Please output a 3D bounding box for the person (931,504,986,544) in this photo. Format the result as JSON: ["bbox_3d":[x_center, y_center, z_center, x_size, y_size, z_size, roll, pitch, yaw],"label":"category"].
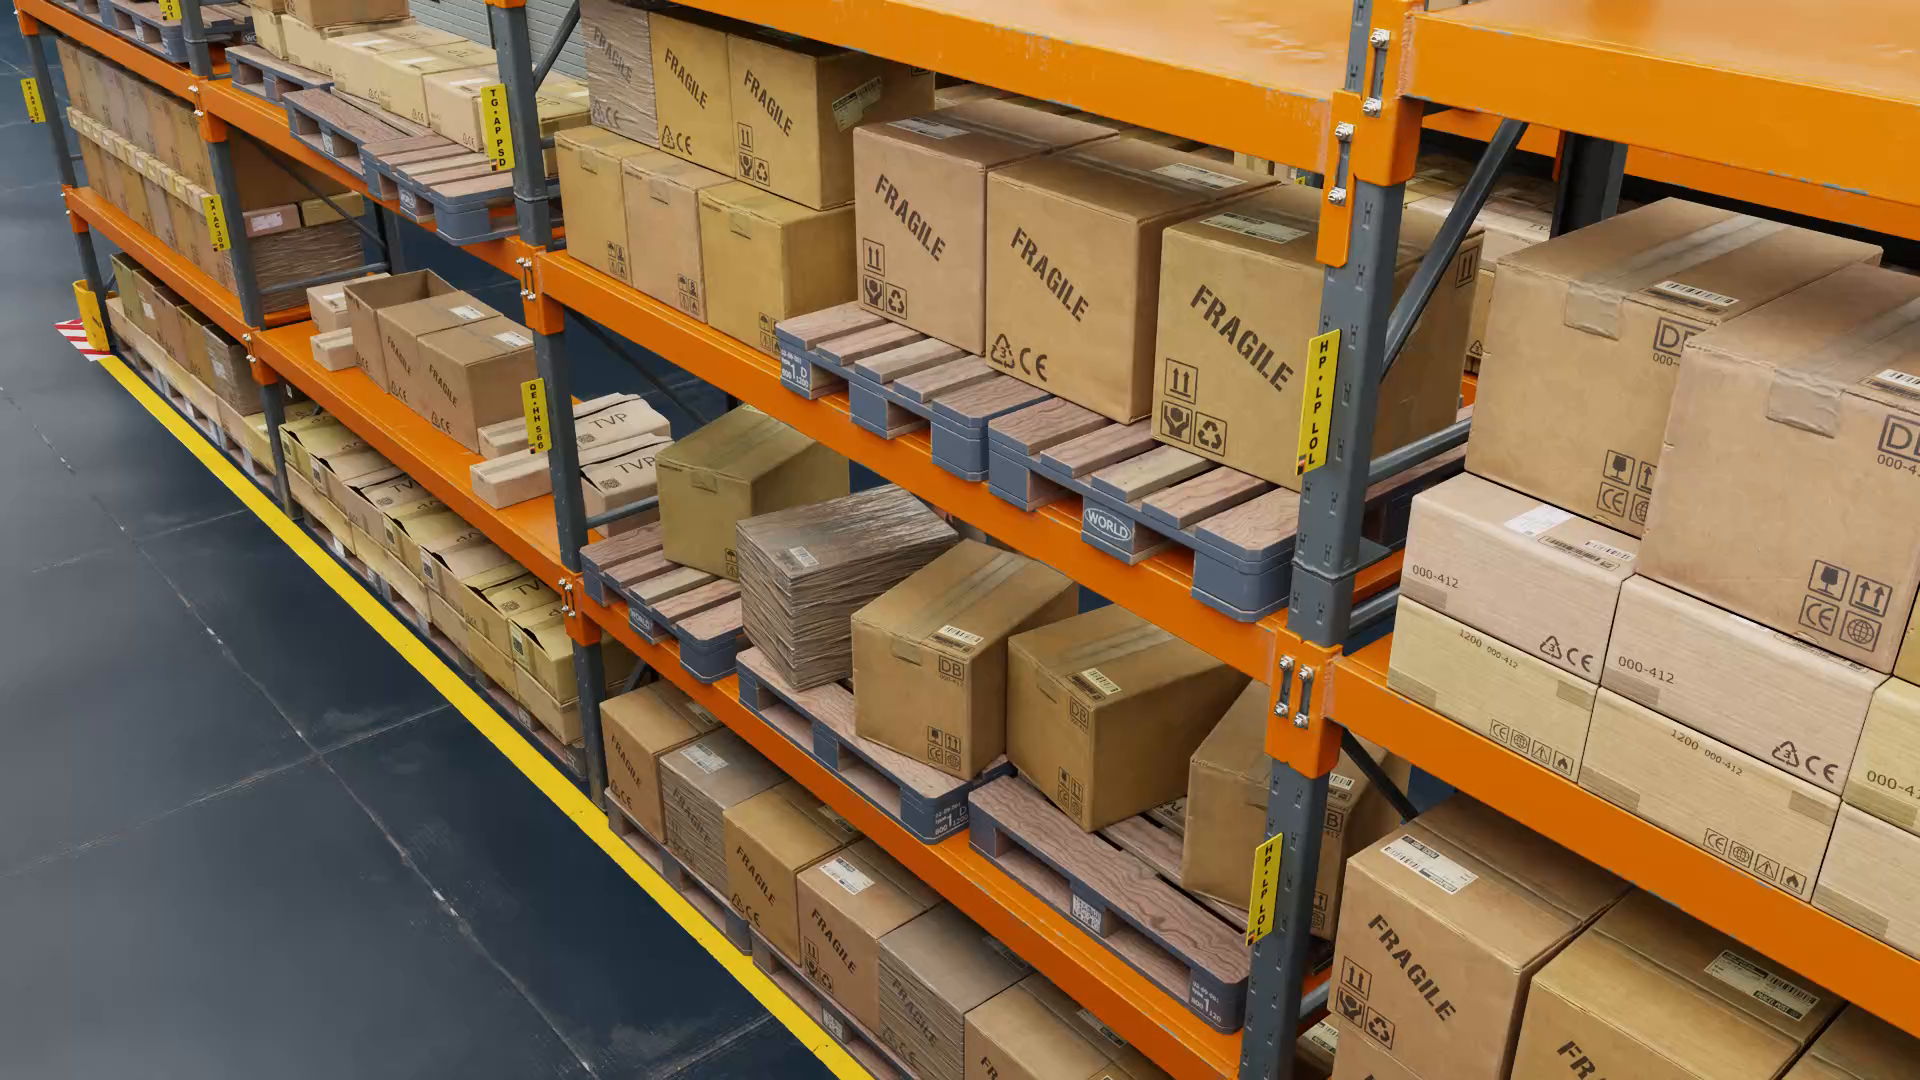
[{"bbox_3d":[-0.034,-0.320,9.248,0.626,1.716,0.614,7,29,14],"label":"person"}]
